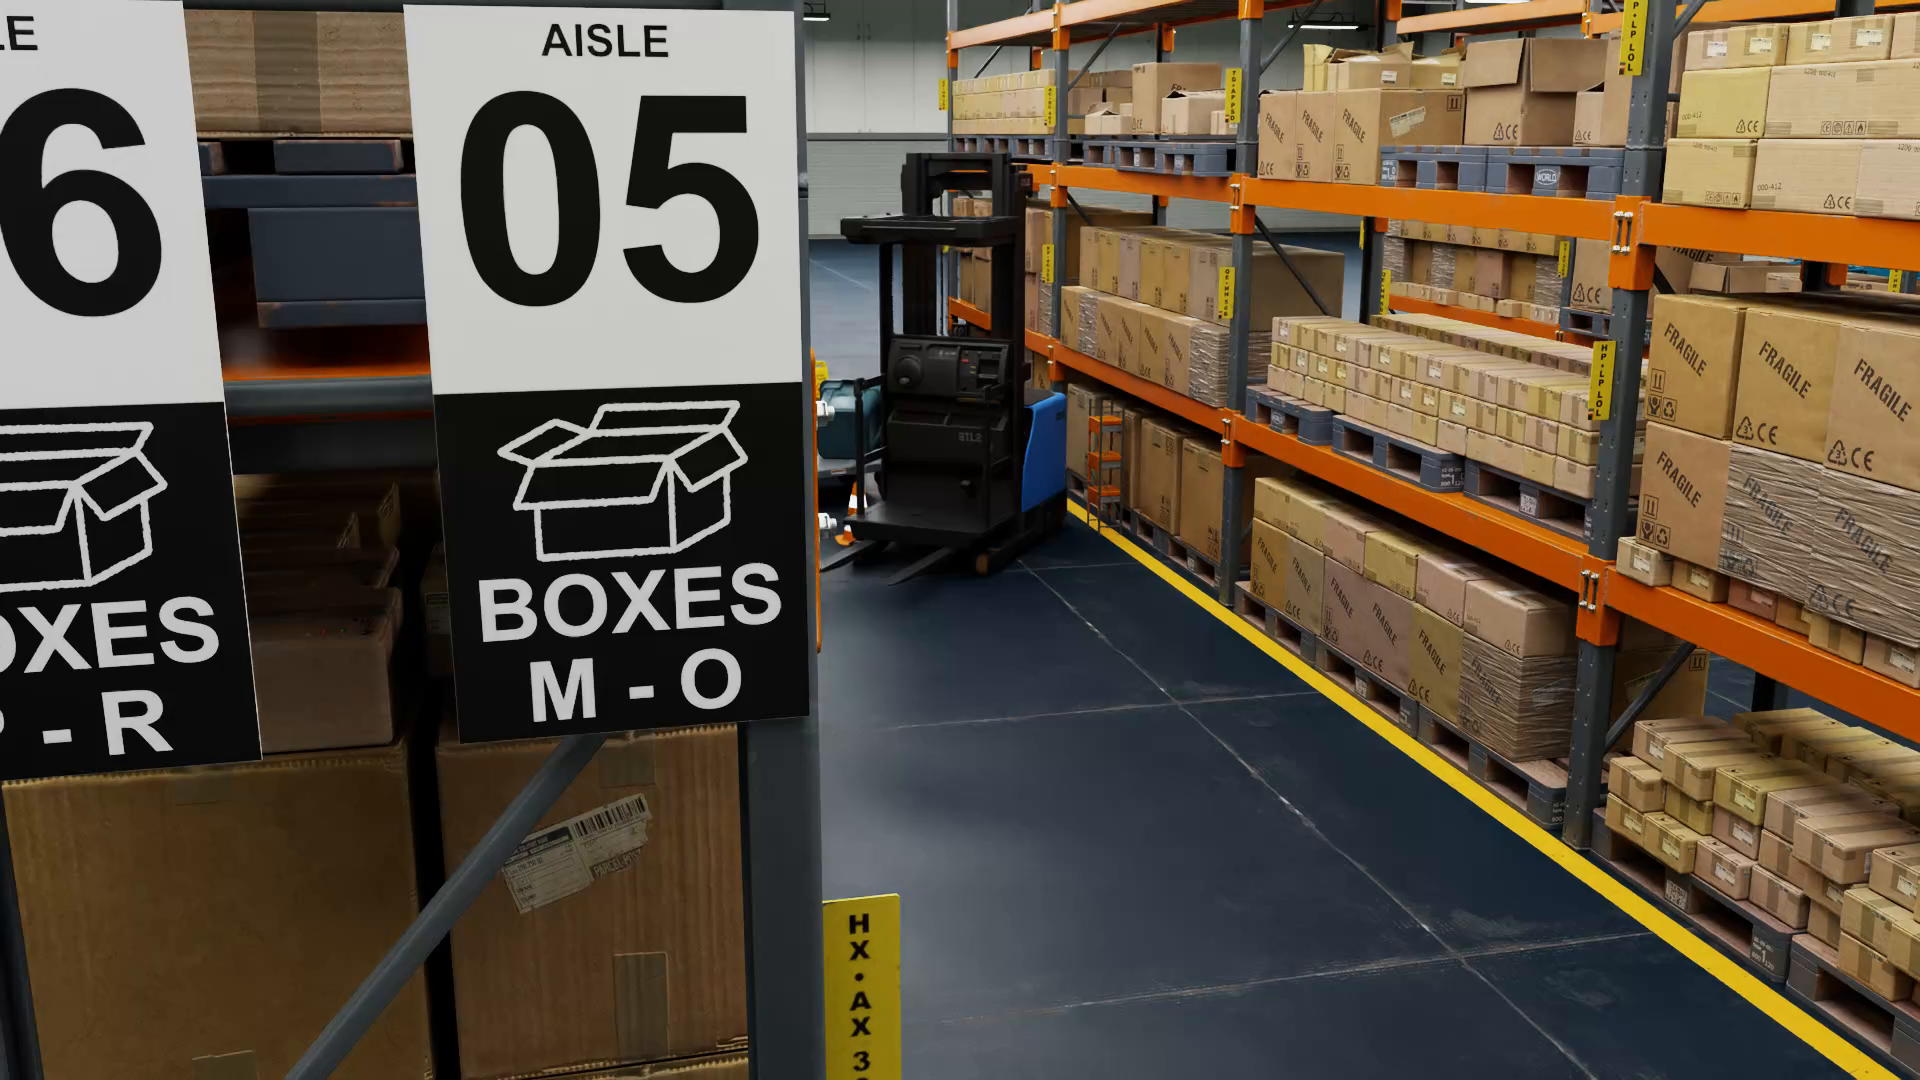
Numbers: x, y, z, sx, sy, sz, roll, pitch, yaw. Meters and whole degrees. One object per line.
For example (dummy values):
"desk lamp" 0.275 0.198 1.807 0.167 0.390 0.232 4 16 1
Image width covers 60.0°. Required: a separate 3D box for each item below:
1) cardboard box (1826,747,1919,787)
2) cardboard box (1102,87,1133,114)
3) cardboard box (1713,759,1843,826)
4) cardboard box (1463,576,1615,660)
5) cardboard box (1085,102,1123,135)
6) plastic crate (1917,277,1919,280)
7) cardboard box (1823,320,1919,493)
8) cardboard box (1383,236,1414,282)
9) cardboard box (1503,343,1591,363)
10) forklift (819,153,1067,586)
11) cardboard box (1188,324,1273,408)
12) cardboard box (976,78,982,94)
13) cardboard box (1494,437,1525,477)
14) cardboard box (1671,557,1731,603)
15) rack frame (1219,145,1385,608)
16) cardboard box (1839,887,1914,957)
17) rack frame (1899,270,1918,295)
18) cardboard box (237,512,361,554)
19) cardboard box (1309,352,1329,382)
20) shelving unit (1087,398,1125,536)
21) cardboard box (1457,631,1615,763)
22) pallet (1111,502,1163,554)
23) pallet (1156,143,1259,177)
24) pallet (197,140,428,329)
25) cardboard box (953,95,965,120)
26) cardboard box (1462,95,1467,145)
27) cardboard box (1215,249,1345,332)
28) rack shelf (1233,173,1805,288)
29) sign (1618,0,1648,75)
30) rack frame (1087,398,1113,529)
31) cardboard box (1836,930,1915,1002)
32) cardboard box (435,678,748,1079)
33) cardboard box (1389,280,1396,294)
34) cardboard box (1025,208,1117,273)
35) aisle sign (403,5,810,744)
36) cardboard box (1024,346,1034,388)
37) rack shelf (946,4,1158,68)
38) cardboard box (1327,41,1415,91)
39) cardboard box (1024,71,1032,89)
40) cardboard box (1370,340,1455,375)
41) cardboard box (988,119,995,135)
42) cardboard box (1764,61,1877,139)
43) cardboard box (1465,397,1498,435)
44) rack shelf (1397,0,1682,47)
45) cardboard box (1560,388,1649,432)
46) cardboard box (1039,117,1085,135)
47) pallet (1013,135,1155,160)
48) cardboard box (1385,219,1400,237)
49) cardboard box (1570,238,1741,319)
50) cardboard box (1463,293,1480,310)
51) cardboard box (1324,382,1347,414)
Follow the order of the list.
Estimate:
"cardboard box" 3.683 0.948 6.596 0.380 0.149 0.250 -3 14 -14
"cardboard box" 1.461 -3.881 14.765 0.500 0.250 0.500 -3 14 -13
"cardboard box" 3.176 0.980 6.465 0.380 0.149 0.250 -3 14 -14
"cardboard box" 2.761 0.363 7.924 0.500 0.250 0.500 -4 14 -15
"cardboard box" 1.202 -3.462 13.646 0.258 0.266 0.396 -4 14 -14
"plastic crate" 10.439 -2.668 17.841 0.499 0.251 0.616 -3 14 -13
"cardboard box" 3.276 -0.450 5.504 0.500 0.500 0.500 -3 14 -12
"cardboard box" 5.311 -3.212 18.915 0.875 0.500 0.500 -3 14 -13
"cardboard box" 3.165 -0.973 8.981 0.380 0.149 0.250 -3 14 -11
"forklift" -0.171 -1.277 11.979 1.130 2.935 3.031 6 15 22
"cardboard box" 1.876 -1.186 11.250 0.500 0.500 0.500 -3 14 -13
"cardboard box" 0.371 -4.540 16.621 0.380 0.149 0.250 -4 14 -14
"cardboard box" 2.778 -0.406 7.911 0.380 0.149 0.250 -3 14 -13
"cardboard box" 3.063 0.136 6.581 0.380 0.149 0.250 -3 14 -12
"rack frame" 2.243 -1.048 10.898 1.000 3.000 0.127 -3 14 -13
"cardboard box" 3.295 1.309 5.745 0.380 0.149 0.250 -3 14 -14
"rack frame" 7.088 -1.301 11.934 1.000 3.000 0.127 -3 14 -13
"cardboard box" -1.171 0.063 2.663 0.380 0.149 0.250 -3 14 -14
"cardboard box" 2.293 -1.028 9.833 0.380 0.149 0.250 -4 14 -15
"shelving unit" 1.144 -0.575 13.070 0.215 1.050 0.252 -4 14 -16
"cardboard box" 2.763 0.728 8.009 0.500 0.500 0.500 -4 14 -14
"pallet" 1.848 -0.161 13.140 1.003 0.211 1.213 -3 14 -13
"pallet" 2.040 -2.559 11.160 1.213 0.211 1.003 -3 14 -11
"pallet" -0.851 -0.488 2.471 1.003 0.211 1.213 -3 14 -13
"cardboard box" 0.228 -4.550 17.502 0.500 0.250 0.500 -3 14 -13
"cardboard box" 2.867 -2.206 9.106 0.500 0.500 0.500 -3 14 -13
"cardboard box" 2.147 -1.687 11.193 0.700 0.500 0.500 -3 14 -13
"rack shelf" 2.712 -1.695 8.738 1.077 0.370 4.000 -3 14 -13
"sign" 2.643 -1.993 6.526 0.100 0.325 0.005 -3 14 -13
"rack frame" 1.110 -0.603 13.184 0.200 1.050 0.008 -4 14 -16
"cardboard box" 3.299 1.454 5.776 0.380 0.149 0.250 -4 14 -15
"cardboard box" -0.502 0.436 2.506 0.500 0.500 0.500 -4 14 -14
"cardboard box" 5.084 -2.887 18.954 0.380 0.149 0.250 -3 14 -13
"cardboard box" 1.008 -2.776 15.378 0.875 0.550 0.550 -3 14 -13
"aisle sign" -0.368 -0.166 1.808 0.394 0.787 0.004 -3 14 -13
"cardboard box" 1.008 -1.500 16.337 0.875 0.875 0.875 -3 14 -13
"rack shelf" 0.834 -4.803 15.984 1.077 0.370 4.000 -3 14 -13
"cardboard box" 2.289 -2.642 9.275 0.396 0.266 0.258 -3 14 -13
"cardboard box" 0.790 -4.129 14.941 0.380 0.149 0.250 -3 14 -13
"cardboard box" 2.473 -0.999 9.086 0.380 0.149 0.250 -3 14 -11
"cardboard box" 0.490 -4.035 16.235 0.380 0.149 0.250 -3 14 -13
"cardboard box" 3.174 -1.513 5.742 0.500 0.250 0.500 -3 14 -13
"cardboard box" 2.710 -0.614 8.136 0.380 0.149 0.250 -4 14 -15
"rack shelf" 5.678 -5.249 16.973 1.077 0.370 4.000 -3 14 -13
"cardboard box" 2.898 -0.578 7.364 0.380 0.149 0.250 -3 14 -11
"cardboard box" 0.907 -3.625 14.558 0.380 0.149 0.250 -3 14 -13
"pallet" 1.121 -3.574 15.104 1.003 0.211 1.213 -3 14 -13
"cardboard box" 5.073 -3.684 18.740 0.500 0.500 0.500 -3 14 -13
"cardboard box" 6.199 -2.529 14.808 1.000 1.000 1.000 -3 14 -13
"cardboard box" 5.474 -2.482 17.296 0.380 0.149 0.250 -3 14 -13
"cardboard box" 2.343 -0.829 9.646 0.380 0.149 0.250 -3 14 -11
